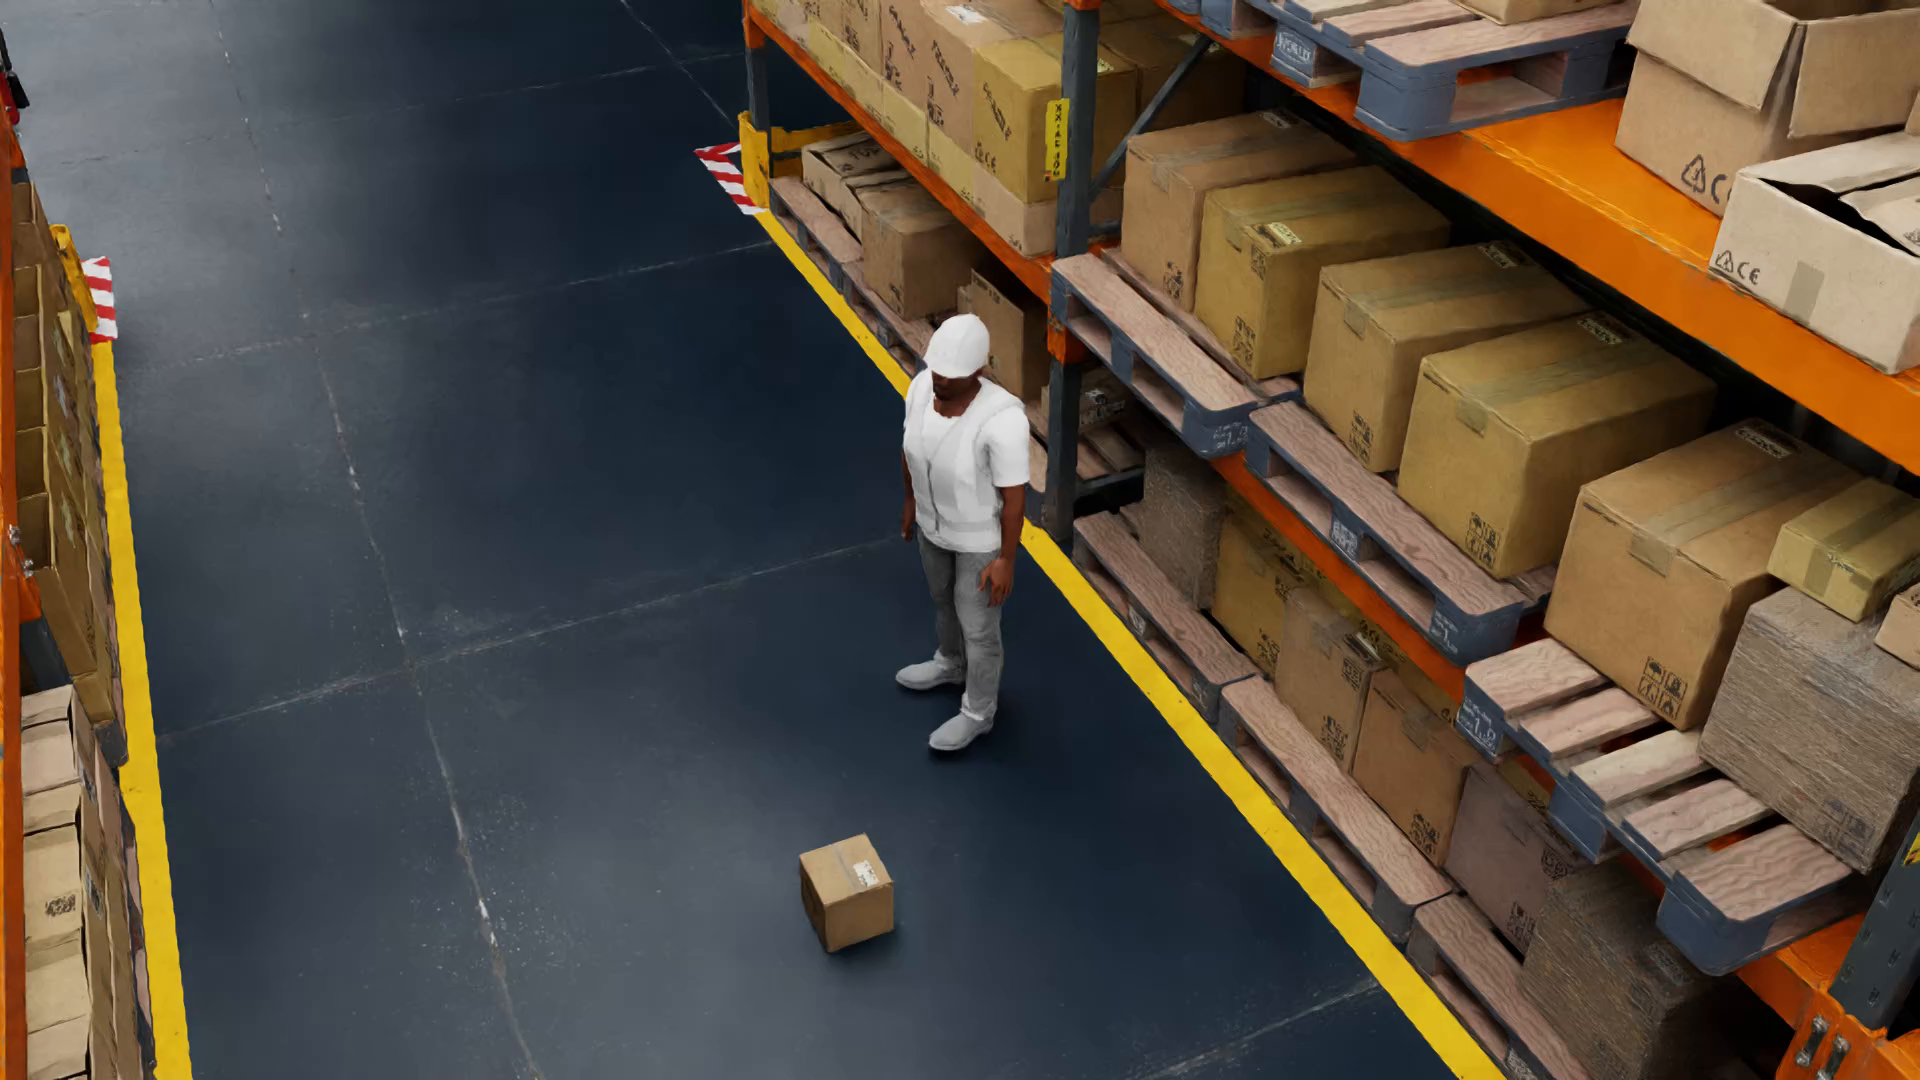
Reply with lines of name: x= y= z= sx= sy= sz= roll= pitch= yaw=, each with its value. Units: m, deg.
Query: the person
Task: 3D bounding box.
person: x=-0.035 y=-0.019 z=6.112 sx=0.470 sy=1.762 sz=0.636 roll=-29 pitch=46 yaw=-33
